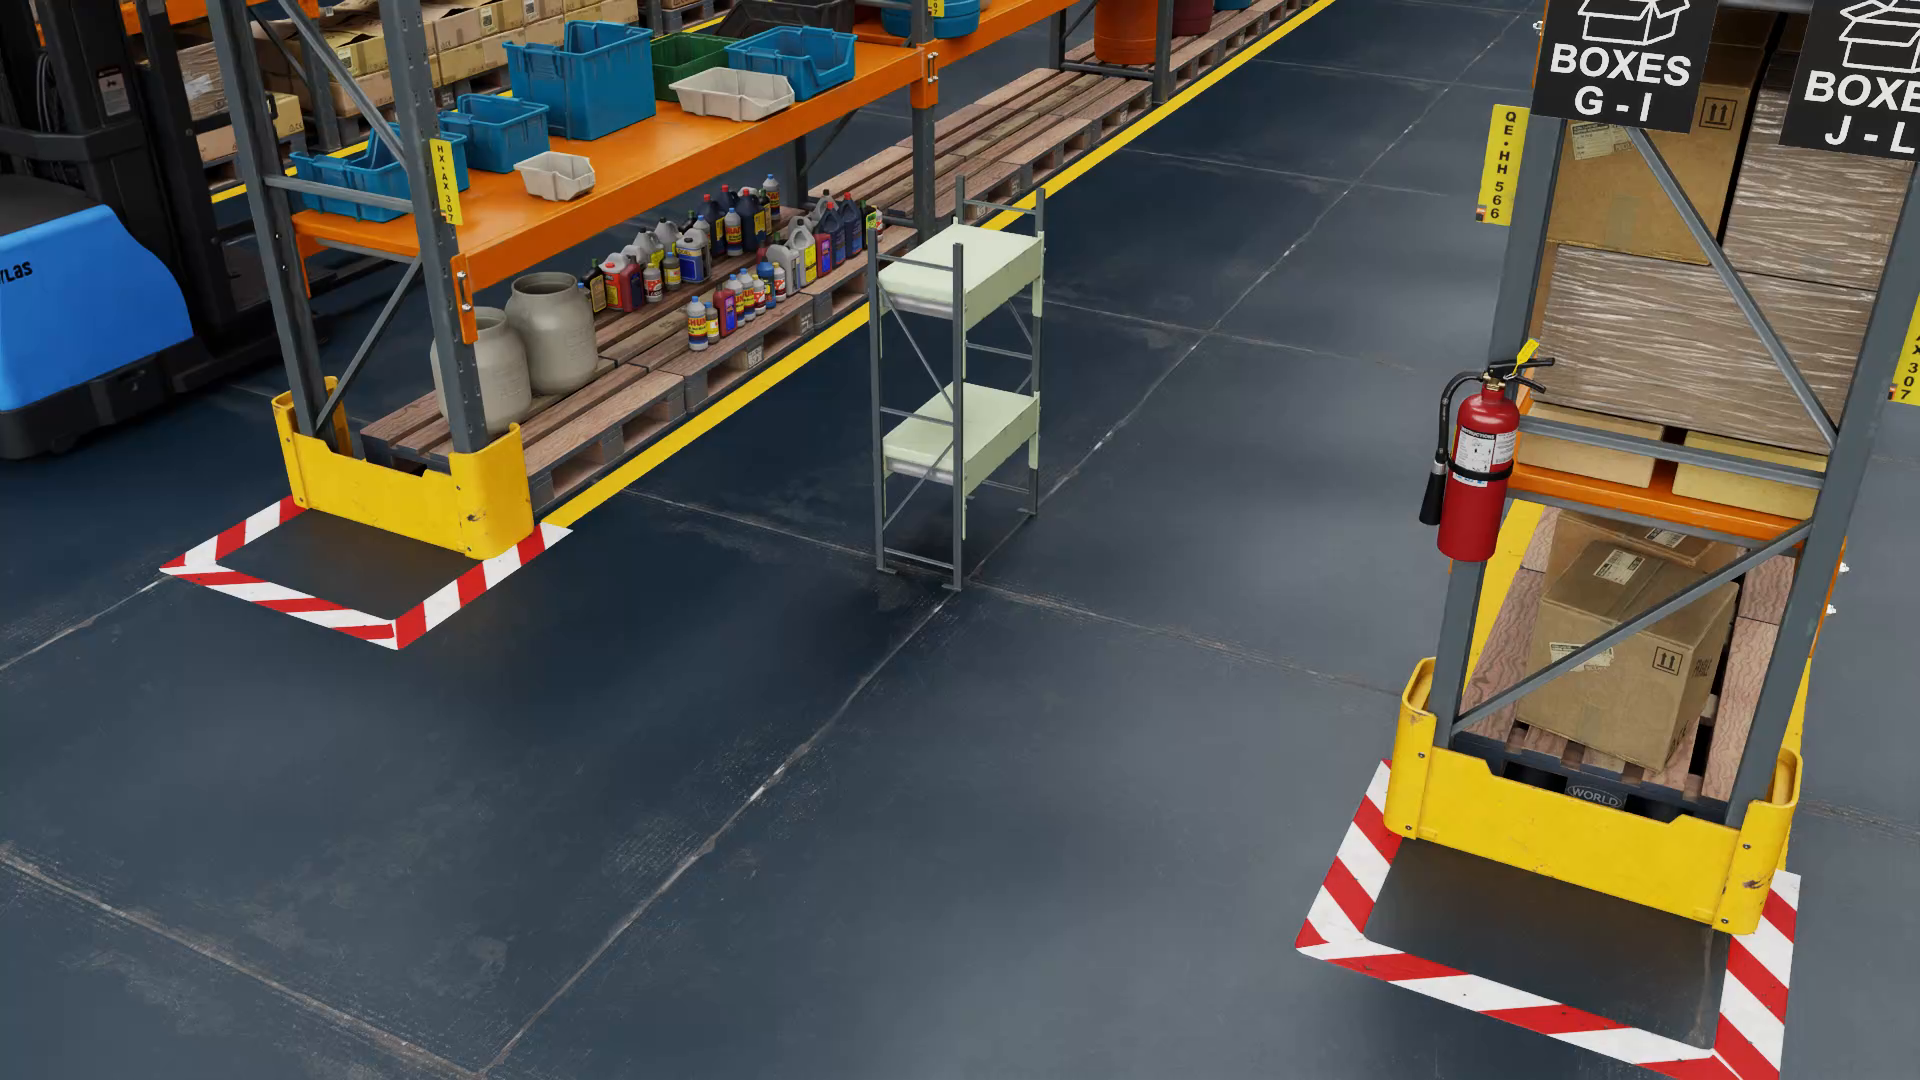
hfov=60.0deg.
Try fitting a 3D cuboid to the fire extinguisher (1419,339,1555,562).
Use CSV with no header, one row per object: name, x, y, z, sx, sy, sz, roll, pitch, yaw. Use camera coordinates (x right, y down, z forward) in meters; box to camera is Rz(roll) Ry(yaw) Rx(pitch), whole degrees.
fire extinguisher,1.503,-0.266,4.778,0.296,0.674,0.183,14,33,23

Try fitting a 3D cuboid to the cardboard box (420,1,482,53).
cardboard box,-4.152,-4.078,13.115,0.500,0.311,0.500,13,32,22

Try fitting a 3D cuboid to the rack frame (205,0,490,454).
rack frame,-2.444,-1.369,6.622,1.000,3.000,0.127,14,33,23

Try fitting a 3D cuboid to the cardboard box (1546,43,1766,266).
cardboard box,1.996,-1.151,4.839,0.500,0.500,0.500,14,33,23

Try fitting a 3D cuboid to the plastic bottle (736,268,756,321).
plastic bottle,-1.139,-1.306,8.810,0.097,0.271,0.097,0,30,0

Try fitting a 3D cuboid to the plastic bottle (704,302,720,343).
plastic bottle,-1.293,-1.125,8.566,0.097,0.201,0.097,0,30,0

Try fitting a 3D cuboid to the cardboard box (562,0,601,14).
cardboard box,-3.458,-4.754,14.292,0.500,0.311,0.500,14,33,23

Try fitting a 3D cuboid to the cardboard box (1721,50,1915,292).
cardboard box,2.459,-1.033,4.634,0.500,0.500,0.500,14,33,23

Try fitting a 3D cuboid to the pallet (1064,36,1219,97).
pallet,1.523,-4.065,14.117,1.003,0.211,1.213,14,33,23

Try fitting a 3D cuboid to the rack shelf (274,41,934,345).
rack shelf,-1.533,-1.944,8.345,1.077,0.370,4.000,14,33,23

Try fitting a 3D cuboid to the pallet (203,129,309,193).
pallet,-5.429,-2.715,11.766,1.003,0.211,1.213,14,33,23

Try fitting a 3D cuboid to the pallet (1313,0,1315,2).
pallet,3.323,-5.814,17.163,1.003,0.211,1.213,14,33,23

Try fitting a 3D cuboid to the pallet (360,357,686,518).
pallet,-2.076,-0.563,8.018,1.003,0.211,1.213,14,33,23

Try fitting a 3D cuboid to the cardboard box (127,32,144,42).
cardboard box,-5.740,-3.225,11.439,0.500,0.500,0.500,14,33,23

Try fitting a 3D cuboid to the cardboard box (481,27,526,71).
cardboard box,-3.925,-4.062,13.650,0.500,0.250,0.500,15,33,24

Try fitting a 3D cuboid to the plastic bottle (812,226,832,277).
plastic bottle,-0.783,-1.637,9.375,0.061,0.283,0.133,17,34,27

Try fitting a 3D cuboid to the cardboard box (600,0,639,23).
cardboard box,-3.230,-4.742,14.835,0.500,0.250,0.500,15,33,24

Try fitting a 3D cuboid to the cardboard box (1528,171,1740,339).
cardboard box,2.361,-0.904,5.413,0.875,0.500,0.500,14,33,23

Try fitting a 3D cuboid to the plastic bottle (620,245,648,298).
plastic bottle,-1.795,-1.459,9.072,0.152,0.276,0.135,13,32,22

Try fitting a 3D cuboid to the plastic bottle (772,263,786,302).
plastic bottle,-1.000,-1.411,9.063,0.097,0.201,0.097,0,30,0

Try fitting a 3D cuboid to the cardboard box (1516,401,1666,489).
cardboard box,1.912,-0.310,5.029,0.380,0.149,0.250,14,33,23

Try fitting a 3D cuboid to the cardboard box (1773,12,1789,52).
cardboard box,2.684,-1.815,5.995,0.500,0.500,0.500,14,33,23

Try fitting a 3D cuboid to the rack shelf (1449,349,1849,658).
rack shelf,2.877,-0.820,6.388,1.077,0.370,4.000,14,33,23

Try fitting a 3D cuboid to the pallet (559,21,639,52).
pallet,-3.617,-4.475,14.832,1.003,0.211,1.213,14,33,23

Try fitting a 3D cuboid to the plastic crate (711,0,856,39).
plastic crate,-0.973,-2.912,9.371,0.767,0.338,0.504,14,33,23

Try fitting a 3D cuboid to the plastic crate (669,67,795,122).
plastic crate,-1.136,-2.251,8.422,0.530,0.136,0.437,14,33,23

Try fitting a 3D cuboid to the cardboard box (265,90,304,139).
cardboard box,-5.046,-3.002,11.805,0.500,0.250,0.500,14,33,23

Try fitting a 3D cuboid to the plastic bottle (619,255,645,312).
plastic bottle,-1.763,-1.377,8.922,0.061,0.283,0.133,14,33,23

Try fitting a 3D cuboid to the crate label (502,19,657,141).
crate label,-1.846,-2.262,8.141,0.502,0.435,0.616,14,33,23

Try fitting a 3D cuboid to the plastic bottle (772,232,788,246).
plastic bottle,-0.996,-1.588,9.289,0.061,0.283,0.133,14,33,23

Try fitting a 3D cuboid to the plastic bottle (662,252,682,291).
plastic bottle,-1.596,-1.493,9.206,0.097,0.201,0.097,0,30,0

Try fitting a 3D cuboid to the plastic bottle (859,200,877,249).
plastic bottle,-0.547,-1.867,9.775,0.061,0.283,0.133,16,34,26

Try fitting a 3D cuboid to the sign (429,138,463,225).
sign,-1.956,-1.362,6.332,0.100,0.325,0.005,14,33,23

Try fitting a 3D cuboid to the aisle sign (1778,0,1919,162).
aisle sign,2.204,-1.277,3.851,0.394,0.787,0.004,14,33,23

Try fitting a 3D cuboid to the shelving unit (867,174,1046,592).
shelving unit,-0.003,-0.647,6.871,0.431,1.500,0.755,14,33,23

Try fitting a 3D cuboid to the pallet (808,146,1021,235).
pallet,-0.298,-2.290,11.026,1.003,0.211,1.213,14,33,23

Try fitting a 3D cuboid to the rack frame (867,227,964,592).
rack frame,-0.170,-0.485,6.589,0.400,1.500,0.023,14,33,23

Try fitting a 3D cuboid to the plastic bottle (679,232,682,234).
plastic bottle,-1.594,-1.652,9.483,0.097,0.201,0.097,0,30,0

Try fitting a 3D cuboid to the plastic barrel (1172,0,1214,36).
plastic barrel,1.923,-4.773,14.550,0.600,0.588,0.708,14,33,23

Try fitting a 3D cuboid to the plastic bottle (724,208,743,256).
plastic bottle,-1.317,-1.794,9.661,0.097,0.271,0.097,0,30,0

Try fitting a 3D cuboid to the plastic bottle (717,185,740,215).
plastic bottle,-1.359,-1.921,9.801,0.144,0.351,0.185,15,33,25

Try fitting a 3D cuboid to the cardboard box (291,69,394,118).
cardboard box,-4.625,-3.380,12.463,0.500,0.250,0.500,13,33,22

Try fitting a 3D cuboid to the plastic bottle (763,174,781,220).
plastic bottle,-1.157,-2.108,10.207,0.097,0.271,0.097,0,30,0

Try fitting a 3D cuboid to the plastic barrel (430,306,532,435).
plastic barrel,-2.212,-0.781,7.675,0.421,0.512,0.421,0,30,0

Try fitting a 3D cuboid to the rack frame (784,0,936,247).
rack frame,-0.622,-3.142,9.710,1.000,3.000,0.127,14,33,23

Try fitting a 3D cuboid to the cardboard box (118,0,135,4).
cardboard box,-5.692,-3.656,10.504,0.700,0.500,0.500,15,33,24

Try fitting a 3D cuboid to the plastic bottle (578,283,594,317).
plastic bottle,-1.997,-1.260,8.800,0.097,0.201,0.097,0,30,0

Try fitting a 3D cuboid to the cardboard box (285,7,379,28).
cardboard box,-4.869,-3.977,12.940,0.500,0.311,0.500,15,33,25

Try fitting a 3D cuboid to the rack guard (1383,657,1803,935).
rack guard,2.000,0.805,5.346,1.175,0.500,0.348,14,33,23

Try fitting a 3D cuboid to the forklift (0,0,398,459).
forklift,-4.106,-2.353,8.404,1.130,2.935,3.031,15,33,25
